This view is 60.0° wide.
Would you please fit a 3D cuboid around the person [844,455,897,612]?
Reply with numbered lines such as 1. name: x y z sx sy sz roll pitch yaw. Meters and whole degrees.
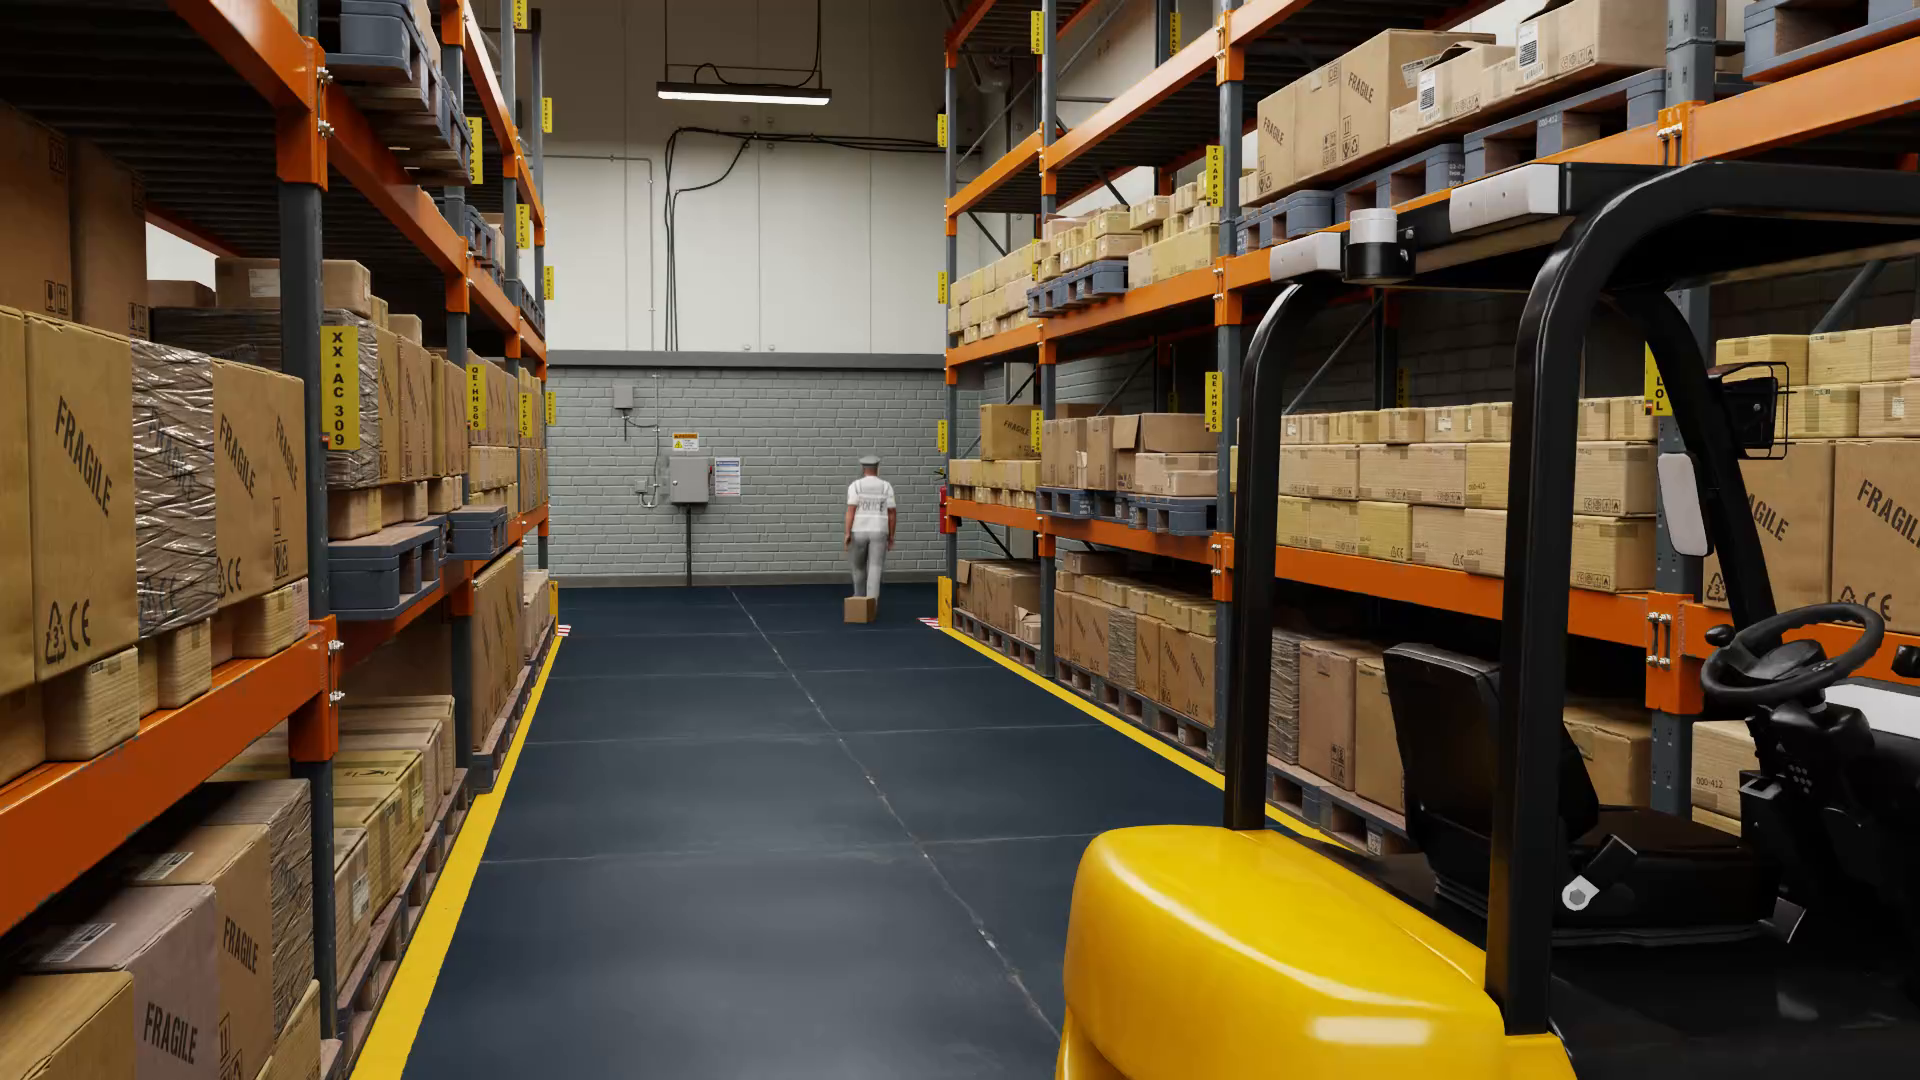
1. person: -0.983 -0.076 18.337 0.569 1.690 1.005 0 3 -1
